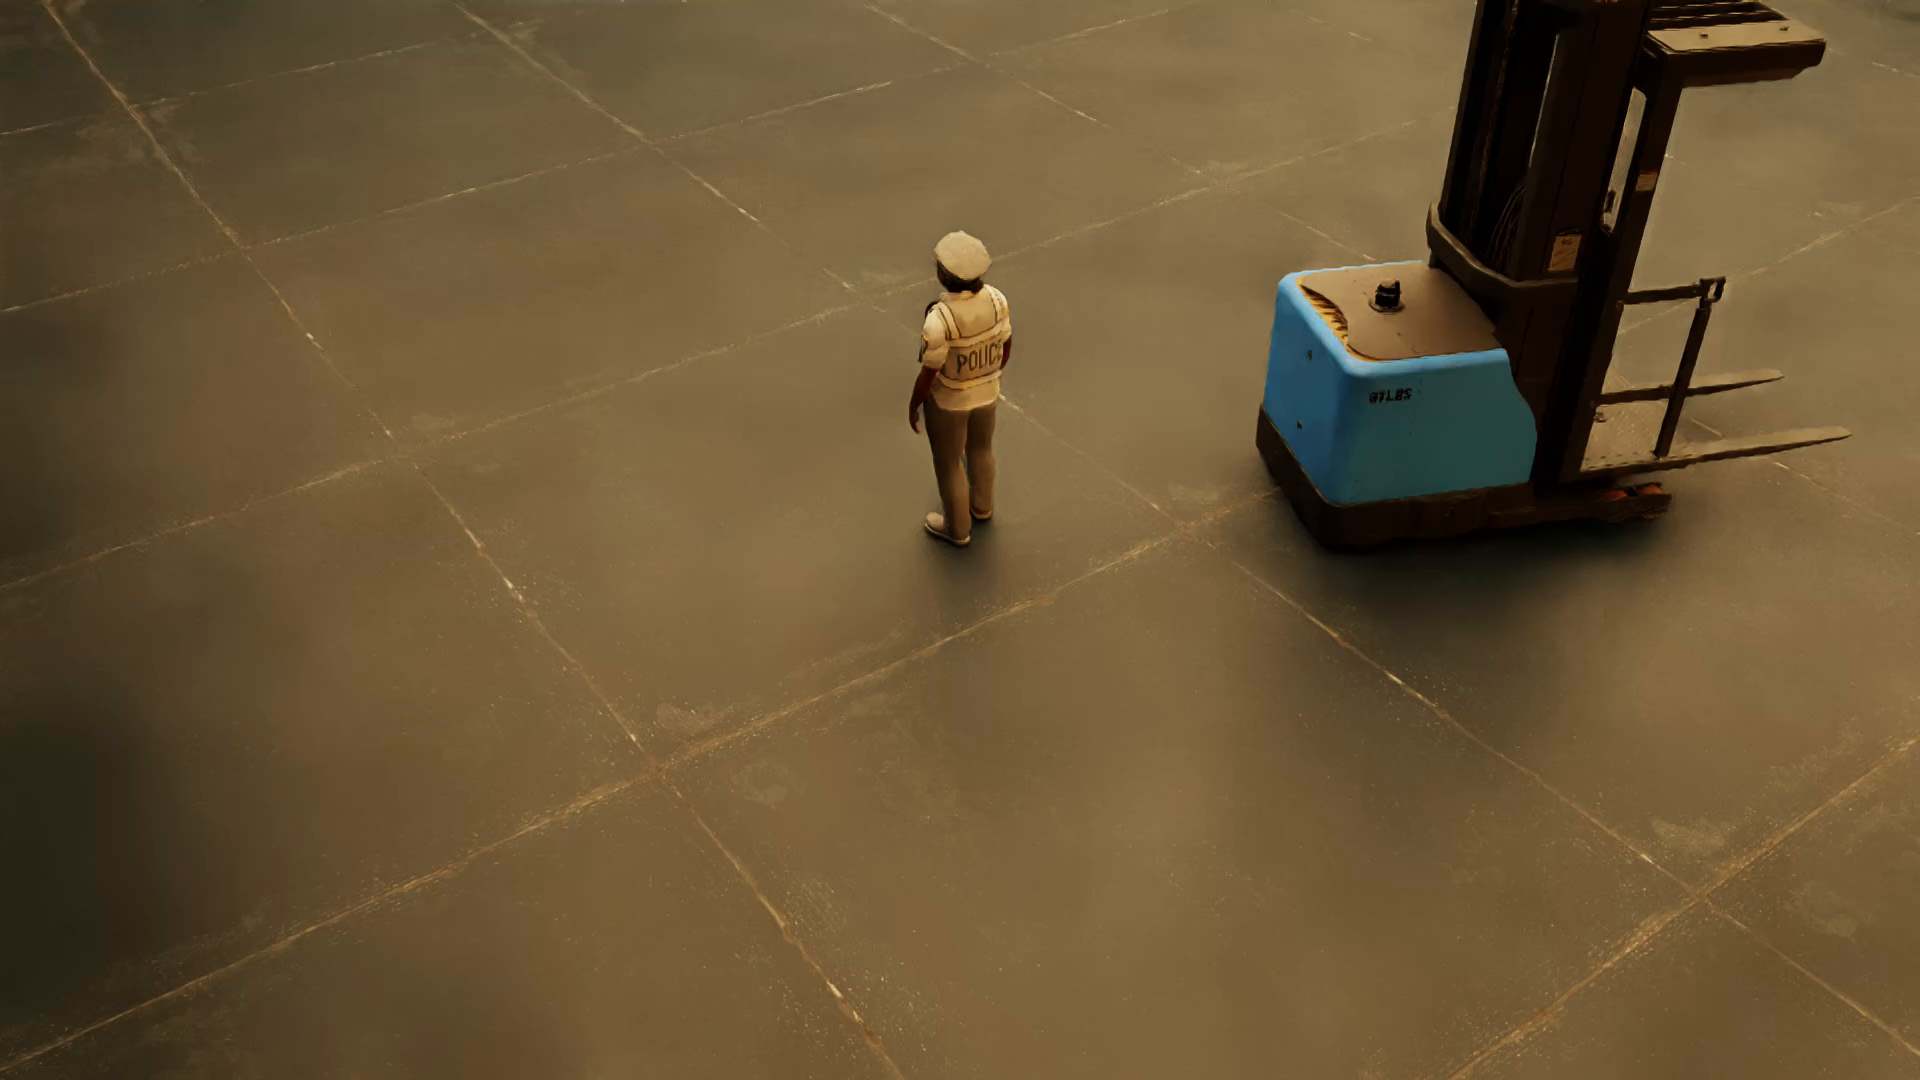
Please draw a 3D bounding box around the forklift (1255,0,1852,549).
[{"bbox_3d":[3.169,-1.570,8.068,3.031,2.935,1.130,-7,37,-9],"label":"forklift"}]

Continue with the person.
[{"bbox_3d":[-0.028,-0.731,7.960,0.570,1.695,0.529,-23,42,-28],"label":"person"}]
